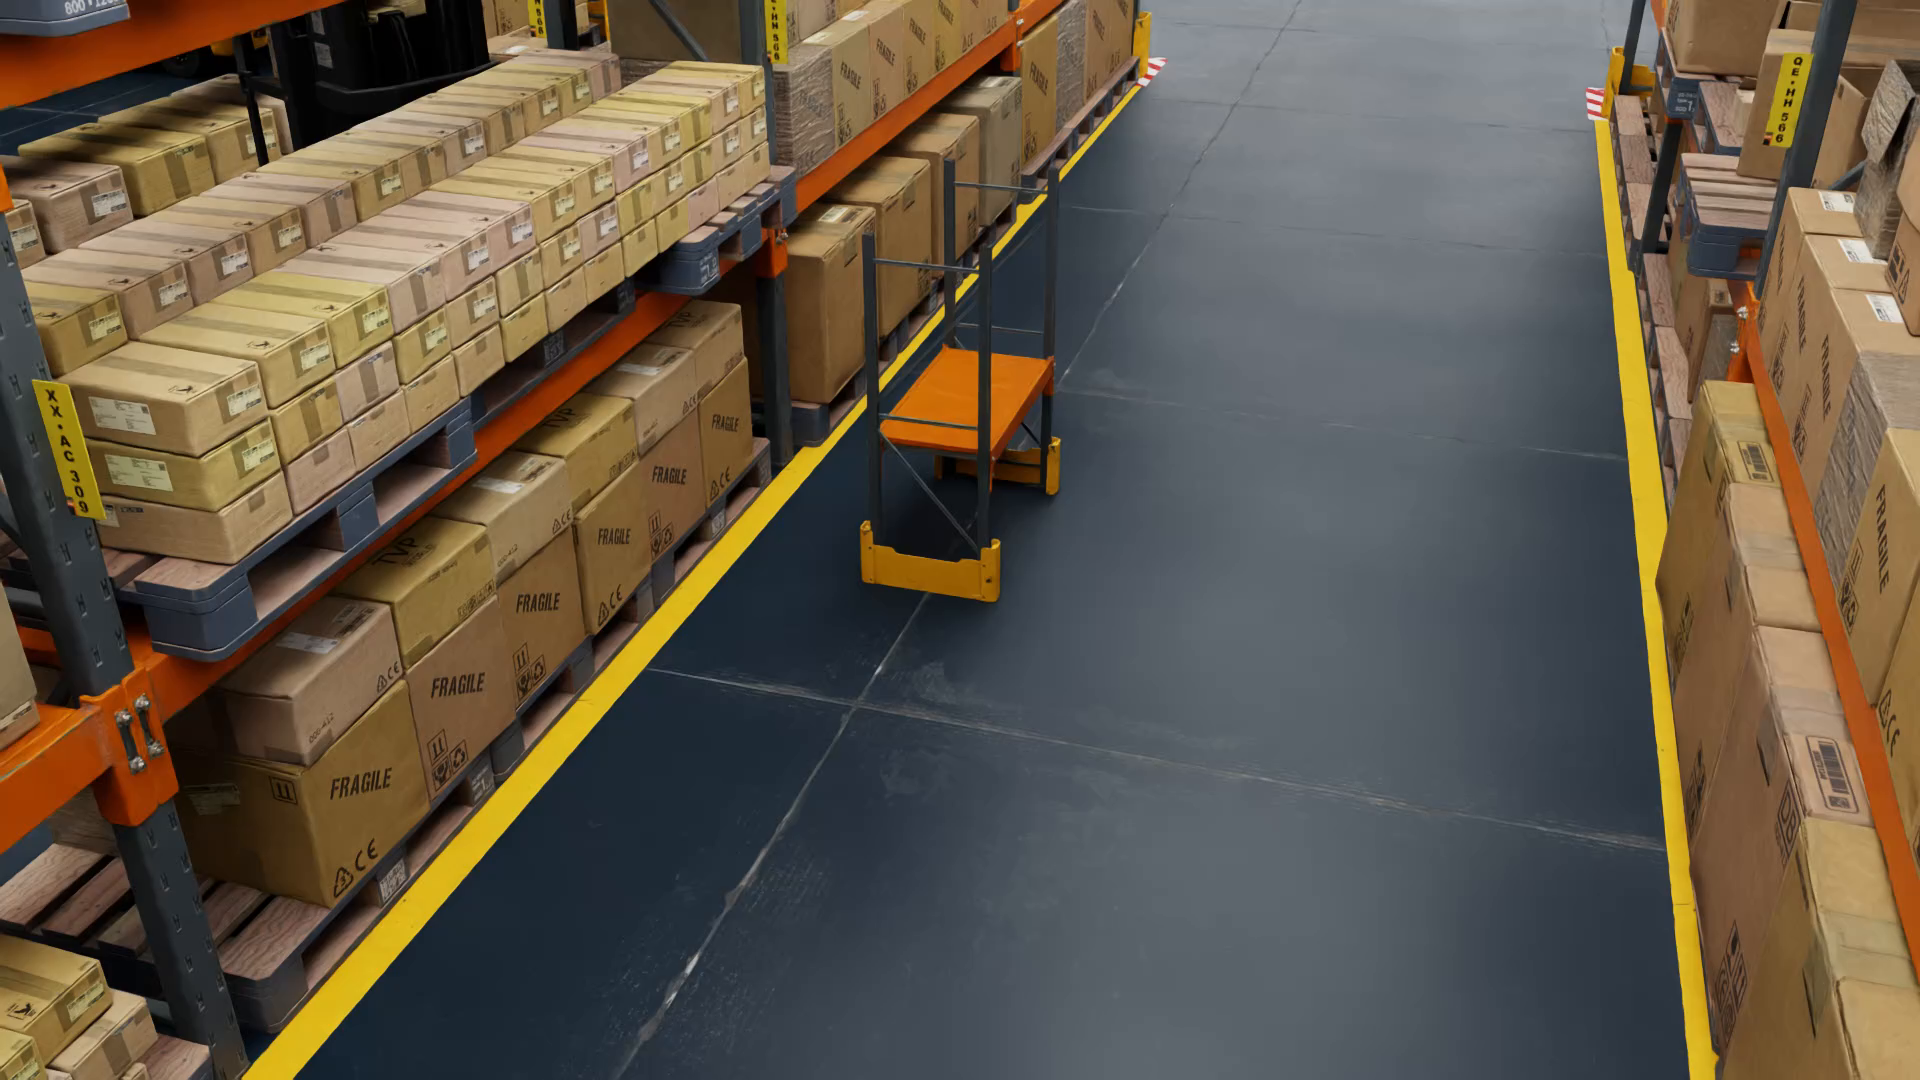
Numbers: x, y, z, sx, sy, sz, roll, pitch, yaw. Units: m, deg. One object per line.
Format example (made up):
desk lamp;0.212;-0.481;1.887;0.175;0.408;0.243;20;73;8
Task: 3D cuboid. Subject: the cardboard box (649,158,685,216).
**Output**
cardboard box;-1.225;-1.295;6.012;0.380;0.149;0.250;9;30;15

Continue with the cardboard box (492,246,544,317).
cardboard box;-1.528;-0.821;5.161;0.380;0.149;0.250;8;30;14

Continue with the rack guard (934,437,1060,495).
rack guard;0.169;-0.376;7.669;0.587;0.250;0.087;8;30;15

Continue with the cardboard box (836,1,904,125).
cardboard box;-0.605;-2.433;8.436;0.500;0.500;0.500;8;30;15

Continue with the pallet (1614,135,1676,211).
pallet;5.116;-2.520;11.563;1.003;0.211;1.213;8;30;15

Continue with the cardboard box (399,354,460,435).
cardboard box;-1.681;-0.443;4.787;0.380;0.149;0.250;9;30;15

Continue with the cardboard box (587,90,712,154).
cardboard box;-1.148;-1.551;6.167;0.380;0.149;0.250;9;30;16

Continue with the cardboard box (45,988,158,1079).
cardboard box;-2.252;1.234;4.140;0.380;0.149;0.250;9;30;16

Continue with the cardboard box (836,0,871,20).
cardboard box;-0.853;-2.910;8.265;0.700;0.500;0.500;8;30;14

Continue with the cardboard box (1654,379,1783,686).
cardboard box;3.200;0.069;5.794;1.225;0.875;0.875;7;30;13

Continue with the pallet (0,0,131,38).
pallet;-2.181;-1.390;3.771;1.213;0.211;1.003;8;30;15

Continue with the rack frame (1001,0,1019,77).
rack frame;-0.115;-3.608;10.649;1.000;3.000;0.127;8;30;15

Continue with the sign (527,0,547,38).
sign;-1.821;-2.332;7.166;0.100;0.325;0.005;8;30;15

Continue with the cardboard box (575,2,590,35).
cardboard box;-3.690;-4.683;14.978;0.500;0.250;0.500;8;30;15

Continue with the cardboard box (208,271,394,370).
cardboard box;-1.755;-0.590;4.440;0.380;0.149;0.250;9;30;15

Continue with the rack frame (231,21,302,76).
rack frame;-4.877;-4.267;11.835;1.000;3.000;0.127;8;30;15

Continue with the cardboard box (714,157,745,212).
cardboard box;-1.070;-1.412;6.530;0.380;0.149;0.250;8;30;15

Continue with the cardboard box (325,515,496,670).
cardboard box;-1.840;0.138;5.285;0.500;0.250;0.500;9;30;16

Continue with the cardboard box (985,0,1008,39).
cardboard box;-0.013;-3.371;10.121;0.500;0.500;0.500;8;30;15

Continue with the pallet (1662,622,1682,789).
pallet;3.119;0.580;5.990;1.003;0.211;1.213;8;30;15

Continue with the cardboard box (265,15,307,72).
cardboard box;-4.960;-3.890;12.782;0.500;0.500;0.500;8;30;14

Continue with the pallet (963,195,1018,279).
pallet;-0.270;-2.020;10.663;1.003;0.211;1.213;8;30;15

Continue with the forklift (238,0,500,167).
forklift;-3.355;-2.733;9.148;3.031;2.935;1.130;23;37;36

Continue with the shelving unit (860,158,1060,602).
shelving unit;0.022;-0.691;6.949;0.587;1.500;1.083;8;30;15

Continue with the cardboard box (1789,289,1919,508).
cardboard box;2.723;-0.372;4.730;0.500;0.500;0.500;8;30;14

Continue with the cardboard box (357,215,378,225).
cardboard box;-2.075;-1.032;5.540;0.380;0.149;0.250;10;30;17

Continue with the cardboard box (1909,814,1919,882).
cardboard box;2.124;0.565;3.046;0.500;0.500;0.500;9;30;15

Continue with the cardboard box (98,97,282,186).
cardboard box;-5.236;-2.723;11.331;0.950;0.372;0.625;10;31;18

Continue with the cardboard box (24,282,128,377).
cardboard box;-2.454;-0.563;4.391;0.380;0.149;0.250;8;30;13

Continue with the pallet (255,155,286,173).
pallet;-5.104;-2.686;11.862;1.003;0.211;1.213;8;30;15

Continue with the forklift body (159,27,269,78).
forklift body;-7.262;-5.320;14.601;2.313;2.155;1.214;8;30;15

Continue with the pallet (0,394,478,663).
pallet;-2.100;-0.140;4.614;1.003;0.211;1.213;8;30;15

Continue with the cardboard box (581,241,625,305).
cardboard box;-1.376;-0.932;5.667;0.380;0.149;0.250;9;30;16

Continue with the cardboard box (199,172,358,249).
cardboard box;-2.149;-1.043;5.255;0.380;0.149;0.250;7;30;13

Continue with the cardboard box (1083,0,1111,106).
cardboard box;0.667;-3.988;13.086;0.875;0.875;0.875;8;30;14

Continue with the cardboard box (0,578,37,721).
cardboard box;-2.336;0.202;3.393;0.500;0.500;0.500;9;30;15

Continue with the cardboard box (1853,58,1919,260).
cardboard box;3.192;-1.139;5.076;0.797;0.503;0.637;10;30;17

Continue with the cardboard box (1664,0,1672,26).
cardboard box;4.559;-3.239;10.246;0.380;0.149;0.250;8;30;15

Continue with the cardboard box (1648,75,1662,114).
cardboard box;5.571;-3.515;12.623;0.500;0.500;0.500;14;32;24

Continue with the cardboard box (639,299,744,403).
cardboard box;-1.240;-0.812;6.993;0.500;0.250;0.500;8;30;14

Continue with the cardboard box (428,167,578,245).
cardboard box;-1.454;-1.068;5.298;0.380;0.149;0.250;9;30;16

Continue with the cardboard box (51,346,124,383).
cardboard box;-2.459;-0.429;4.456;0.380;0.149;0.250;9;30;15

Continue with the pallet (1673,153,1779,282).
pallet;3.530;-1.257;6.620;1.213;0.211;1.003;8;30;15

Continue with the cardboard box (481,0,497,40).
cardboard box;-4.146;-4.303;13.525;0.500;0.500;0.500;10;31;17

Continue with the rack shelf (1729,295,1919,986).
rack shelf;2.835;0.250;4.455;1.077;0.370;4.000;8;30;15

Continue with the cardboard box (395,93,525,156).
cardboard box;-1.841;-1.534;6.136;0.380;0.149;0.250;7;30;13

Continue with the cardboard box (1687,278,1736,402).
cardboard box;3.910;-0.932;7.959;0.700;0.500;0.500;11;31;19

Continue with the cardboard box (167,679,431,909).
cardboard box;-1.993;0.713;5.021;0.500;0.500;0.500;10;31;17

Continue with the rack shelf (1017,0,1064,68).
rack shelf;0.472;-4.223;12.495;1.077;0.370;4.000;8;30;15

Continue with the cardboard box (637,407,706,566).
cardboard box;-1.389;-0.256;6.764;0.500;0.500;0.500;10;31;17

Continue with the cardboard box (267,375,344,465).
cardboard box;-1.834;-0.332;4.281;0.380;0.149;0.250;8;30;14

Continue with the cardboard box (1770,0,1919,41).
cardboard box;4.176;-2.263;7.694;0.797;0.503;0.637;12;31;20

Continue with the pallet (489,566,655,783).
pallet;-1.880;0.398;6.317;1.003;0.211;1.213;8;30;15

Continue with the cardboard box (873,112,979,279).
cardboard box;-0.498;-2.059;9.748;1.050;0.750;0.750;8;30;15
